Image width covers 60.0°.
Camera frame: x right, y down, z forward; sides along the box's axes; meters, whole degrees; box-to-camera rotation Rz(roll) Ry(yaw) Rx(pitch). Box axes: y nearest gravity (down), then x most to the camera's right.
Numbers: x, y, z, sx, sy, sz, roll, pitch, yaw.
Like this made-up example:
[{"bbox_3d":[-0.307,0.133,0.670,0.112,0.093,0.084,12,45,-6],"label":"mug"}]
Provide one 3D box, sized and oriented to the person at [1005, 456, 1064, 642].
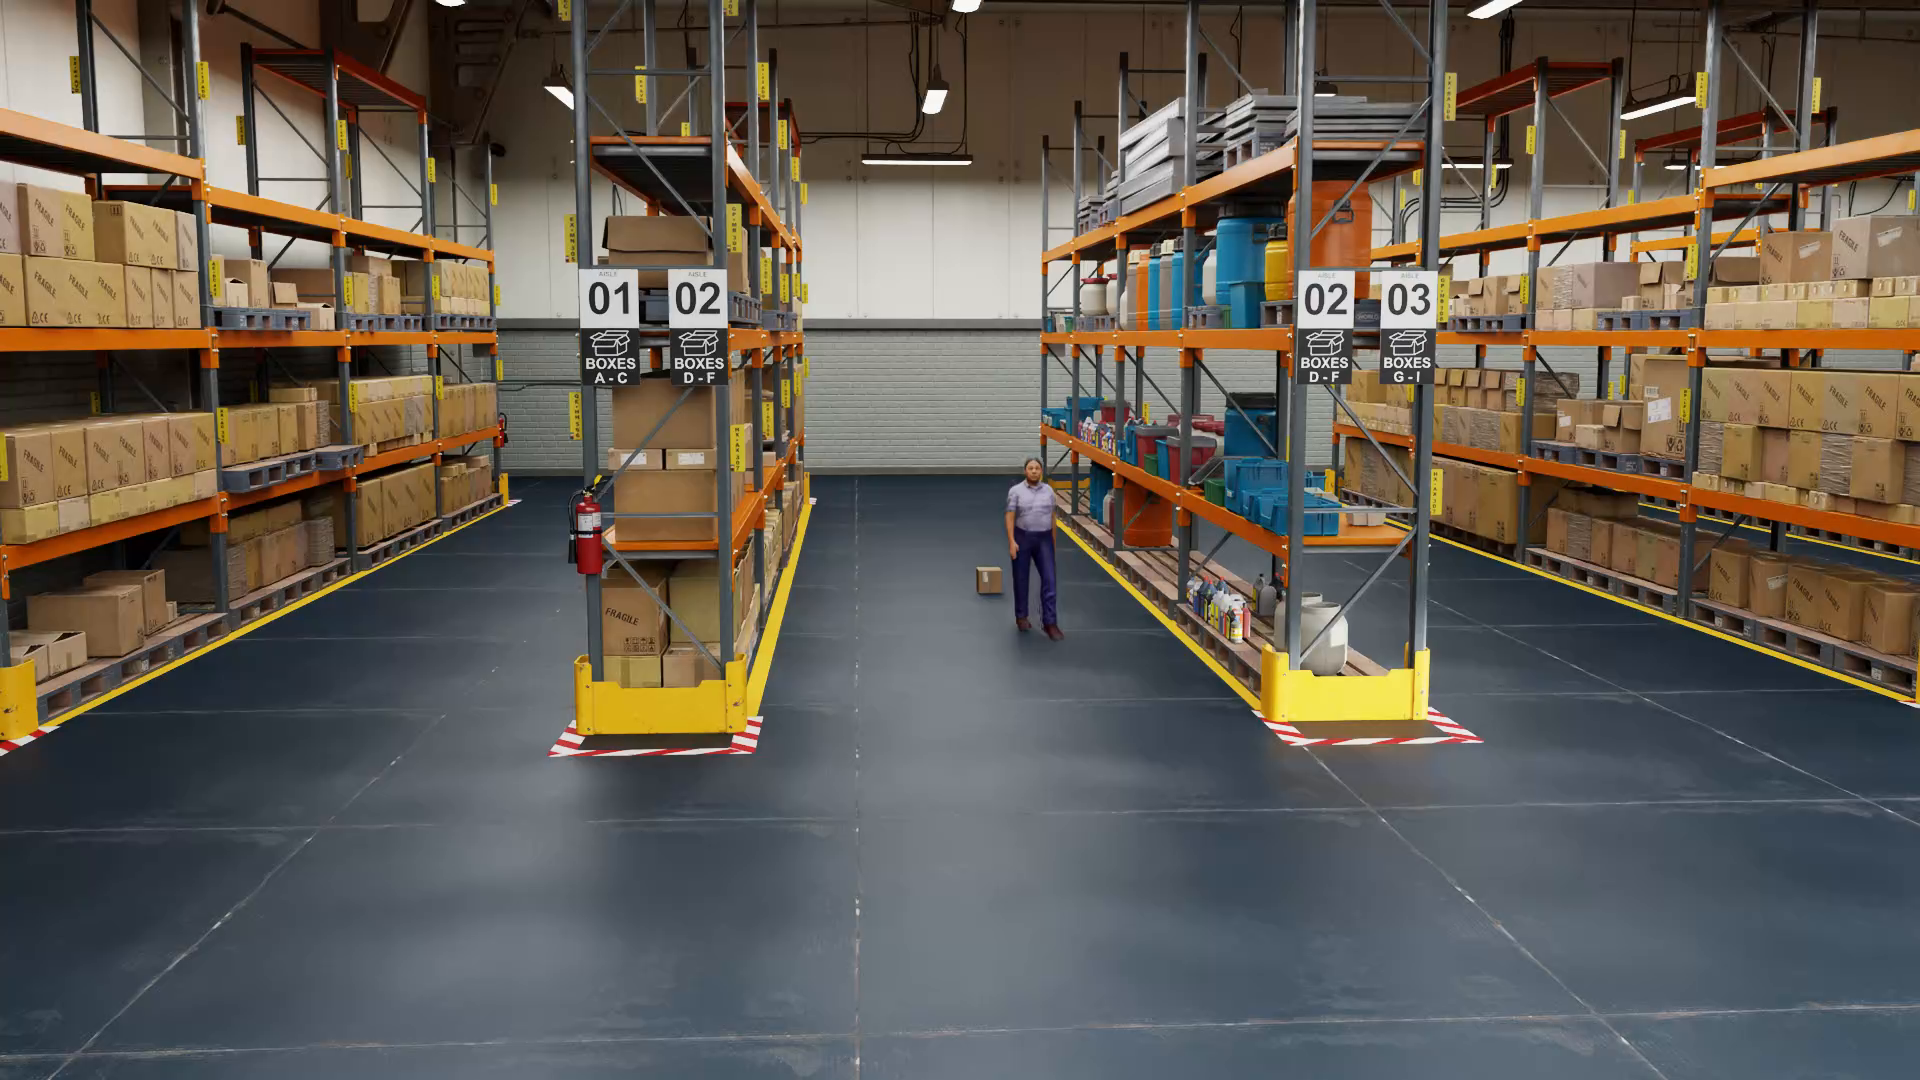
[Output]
[{"bbox_3d":[0.675,0.064,15.314,0.513,1.653,0.822,-1,7,-9],"label":"person"}]
